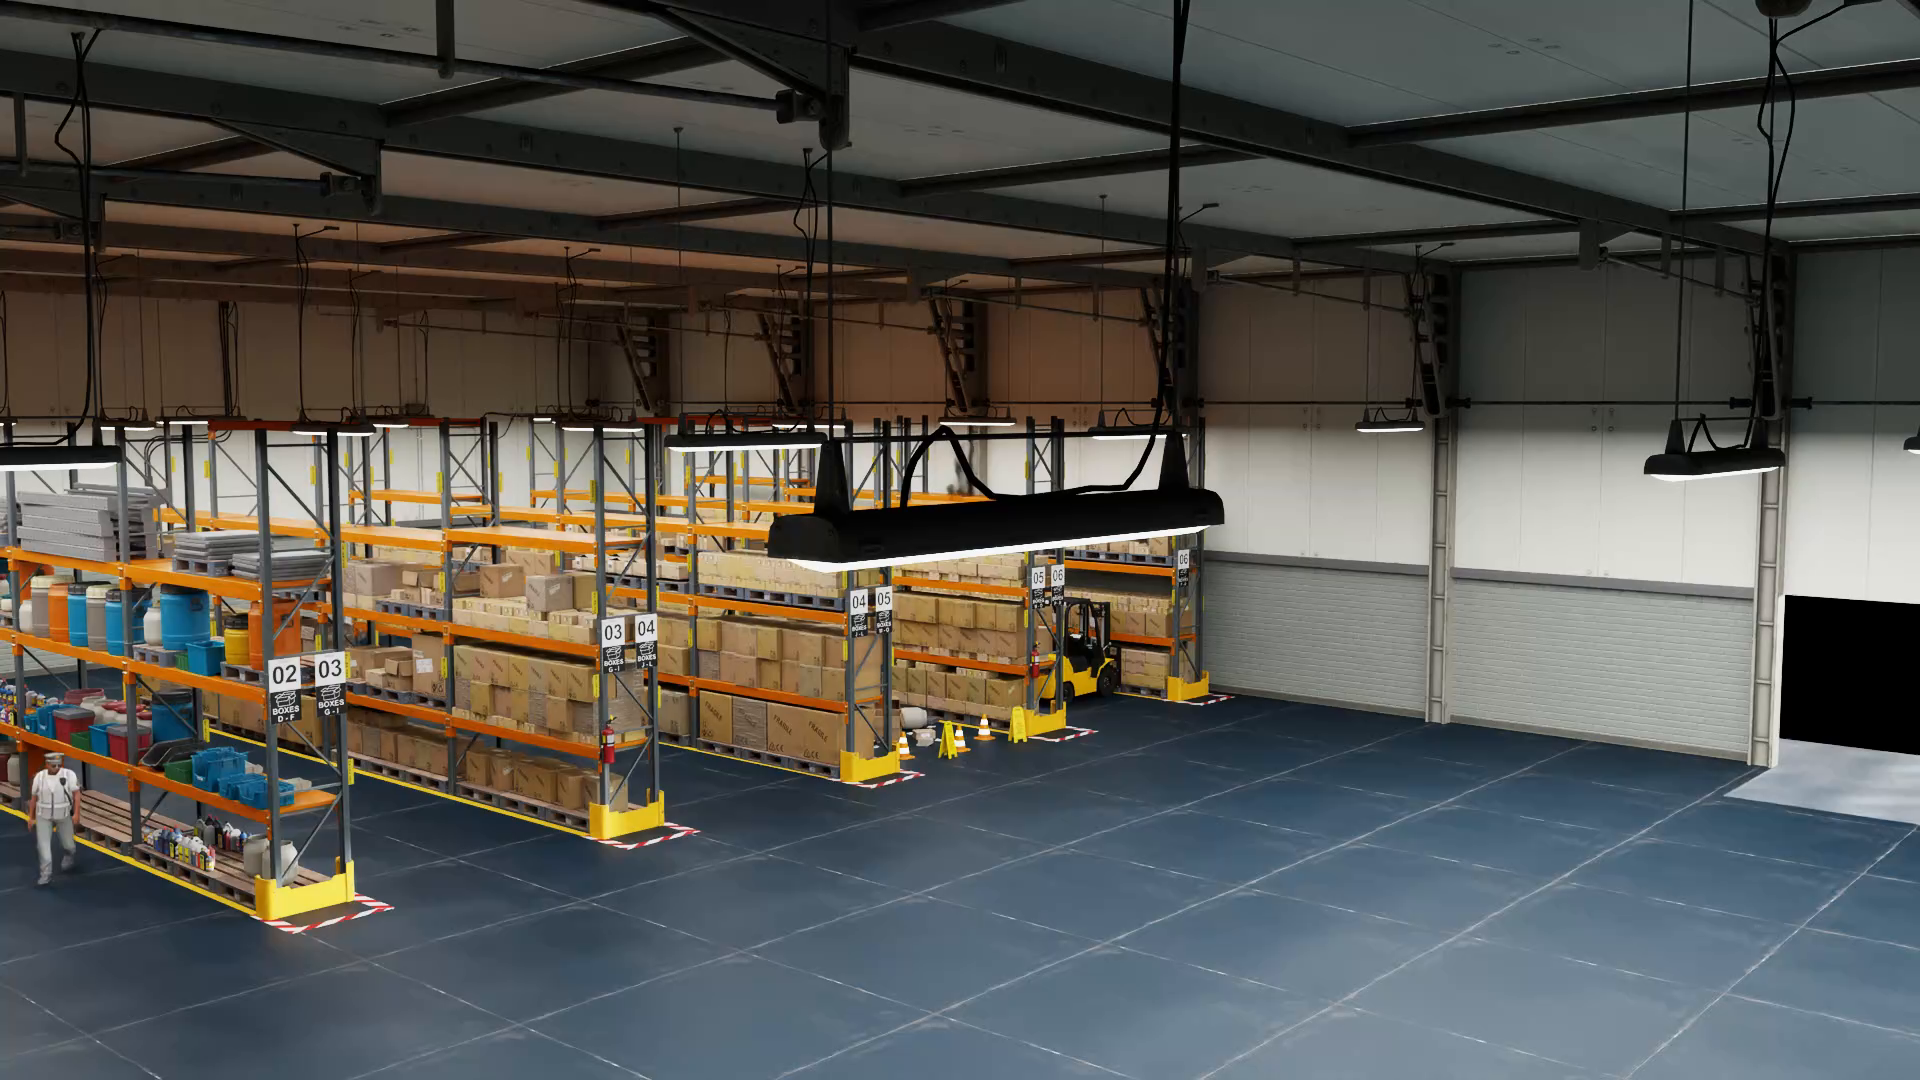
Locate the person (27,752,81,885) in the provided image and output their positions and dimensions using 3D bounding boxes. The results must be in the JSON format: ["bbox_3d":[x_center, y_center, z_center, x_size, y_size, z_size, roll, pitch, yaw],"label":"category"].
[{"bbox_3d":[-11.981,3.629,22.000,0.633,1.697,0.792,-2,5,-22],"label":"person"}]

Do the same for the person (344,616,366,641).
[{"bbox_3d":[-14.392,2.179,39.473,0.681,1.731,0.600,2,5,24],"label":"person"}]
